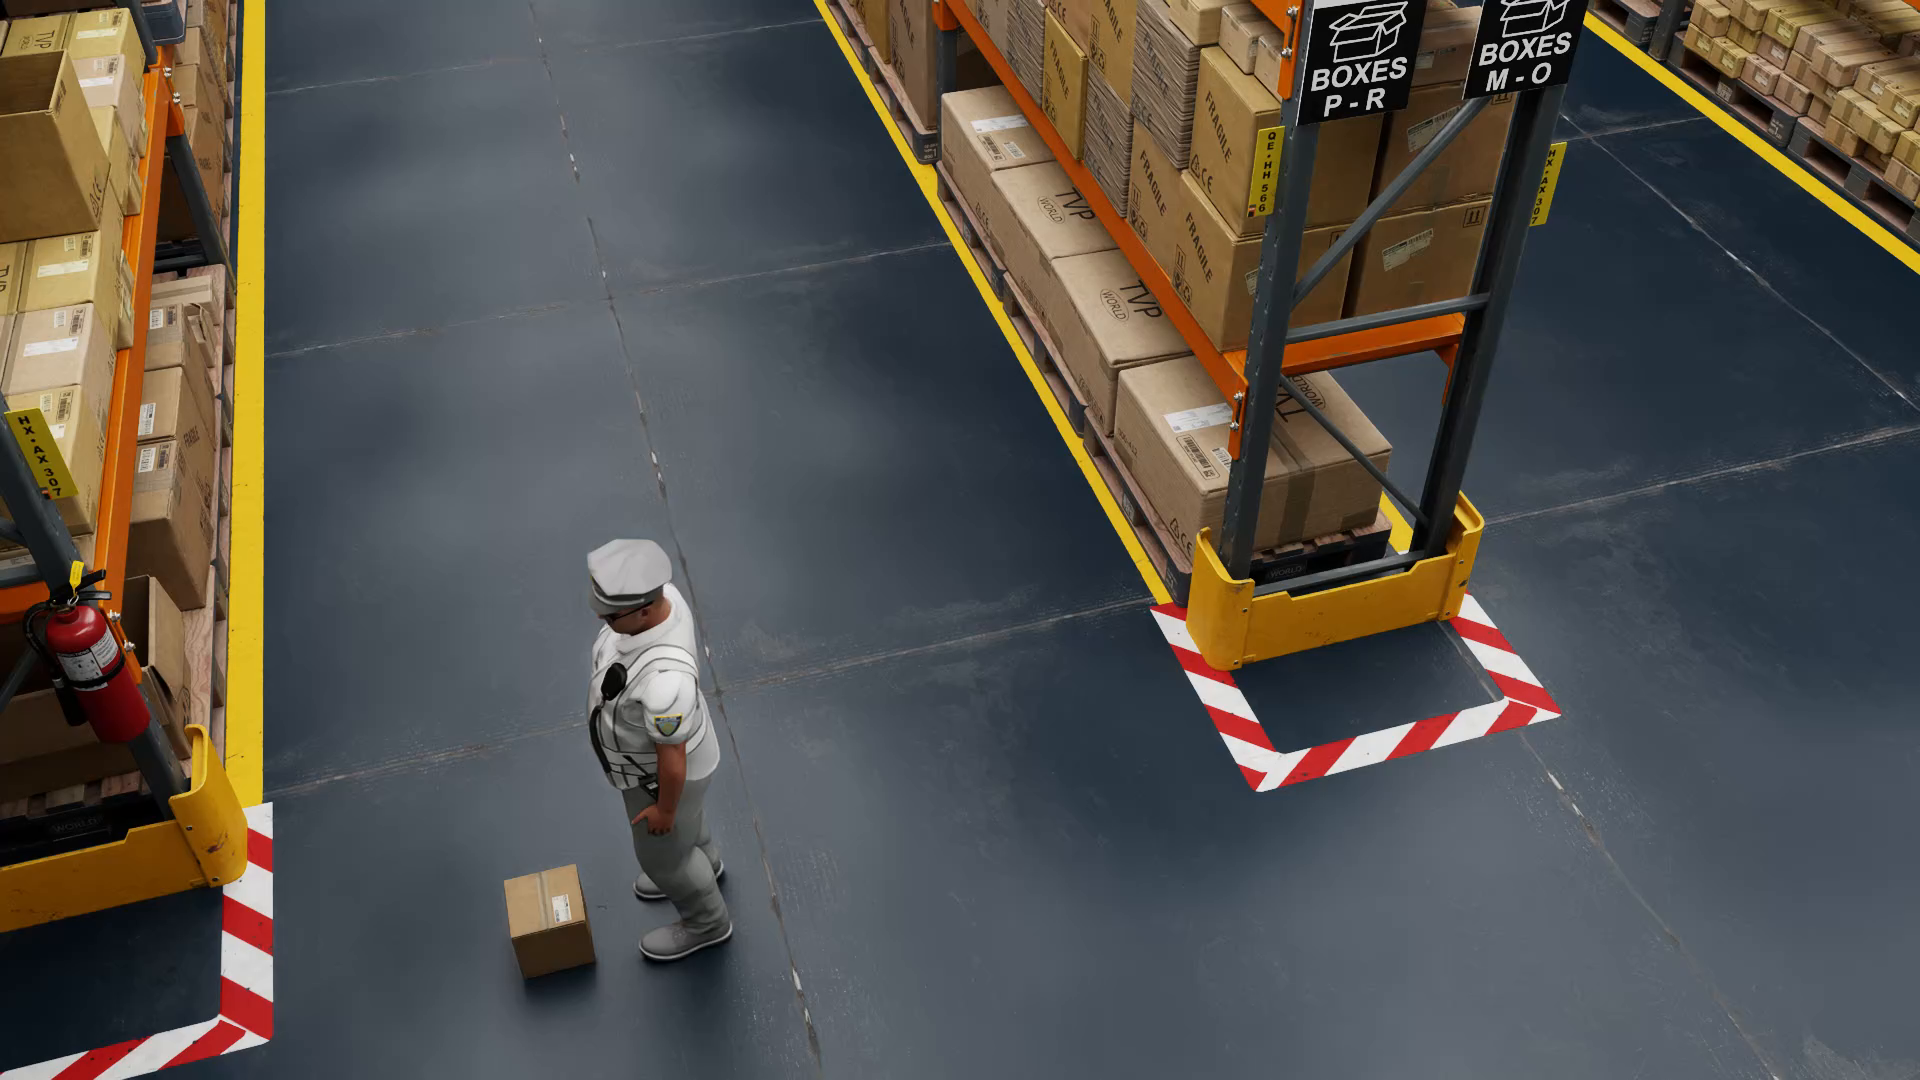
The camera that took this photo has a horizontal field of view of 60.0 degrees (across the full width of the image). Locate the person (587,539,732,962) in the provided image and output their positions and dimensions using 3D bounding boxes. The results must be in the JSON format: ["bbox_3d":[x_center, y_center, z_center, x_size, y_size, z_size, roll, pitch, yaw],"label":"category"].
[{"bbox_3d":[-0.979,0.701,5.386,0.393,1.743,0.529,-11,43,-12],"label":"person"}]
